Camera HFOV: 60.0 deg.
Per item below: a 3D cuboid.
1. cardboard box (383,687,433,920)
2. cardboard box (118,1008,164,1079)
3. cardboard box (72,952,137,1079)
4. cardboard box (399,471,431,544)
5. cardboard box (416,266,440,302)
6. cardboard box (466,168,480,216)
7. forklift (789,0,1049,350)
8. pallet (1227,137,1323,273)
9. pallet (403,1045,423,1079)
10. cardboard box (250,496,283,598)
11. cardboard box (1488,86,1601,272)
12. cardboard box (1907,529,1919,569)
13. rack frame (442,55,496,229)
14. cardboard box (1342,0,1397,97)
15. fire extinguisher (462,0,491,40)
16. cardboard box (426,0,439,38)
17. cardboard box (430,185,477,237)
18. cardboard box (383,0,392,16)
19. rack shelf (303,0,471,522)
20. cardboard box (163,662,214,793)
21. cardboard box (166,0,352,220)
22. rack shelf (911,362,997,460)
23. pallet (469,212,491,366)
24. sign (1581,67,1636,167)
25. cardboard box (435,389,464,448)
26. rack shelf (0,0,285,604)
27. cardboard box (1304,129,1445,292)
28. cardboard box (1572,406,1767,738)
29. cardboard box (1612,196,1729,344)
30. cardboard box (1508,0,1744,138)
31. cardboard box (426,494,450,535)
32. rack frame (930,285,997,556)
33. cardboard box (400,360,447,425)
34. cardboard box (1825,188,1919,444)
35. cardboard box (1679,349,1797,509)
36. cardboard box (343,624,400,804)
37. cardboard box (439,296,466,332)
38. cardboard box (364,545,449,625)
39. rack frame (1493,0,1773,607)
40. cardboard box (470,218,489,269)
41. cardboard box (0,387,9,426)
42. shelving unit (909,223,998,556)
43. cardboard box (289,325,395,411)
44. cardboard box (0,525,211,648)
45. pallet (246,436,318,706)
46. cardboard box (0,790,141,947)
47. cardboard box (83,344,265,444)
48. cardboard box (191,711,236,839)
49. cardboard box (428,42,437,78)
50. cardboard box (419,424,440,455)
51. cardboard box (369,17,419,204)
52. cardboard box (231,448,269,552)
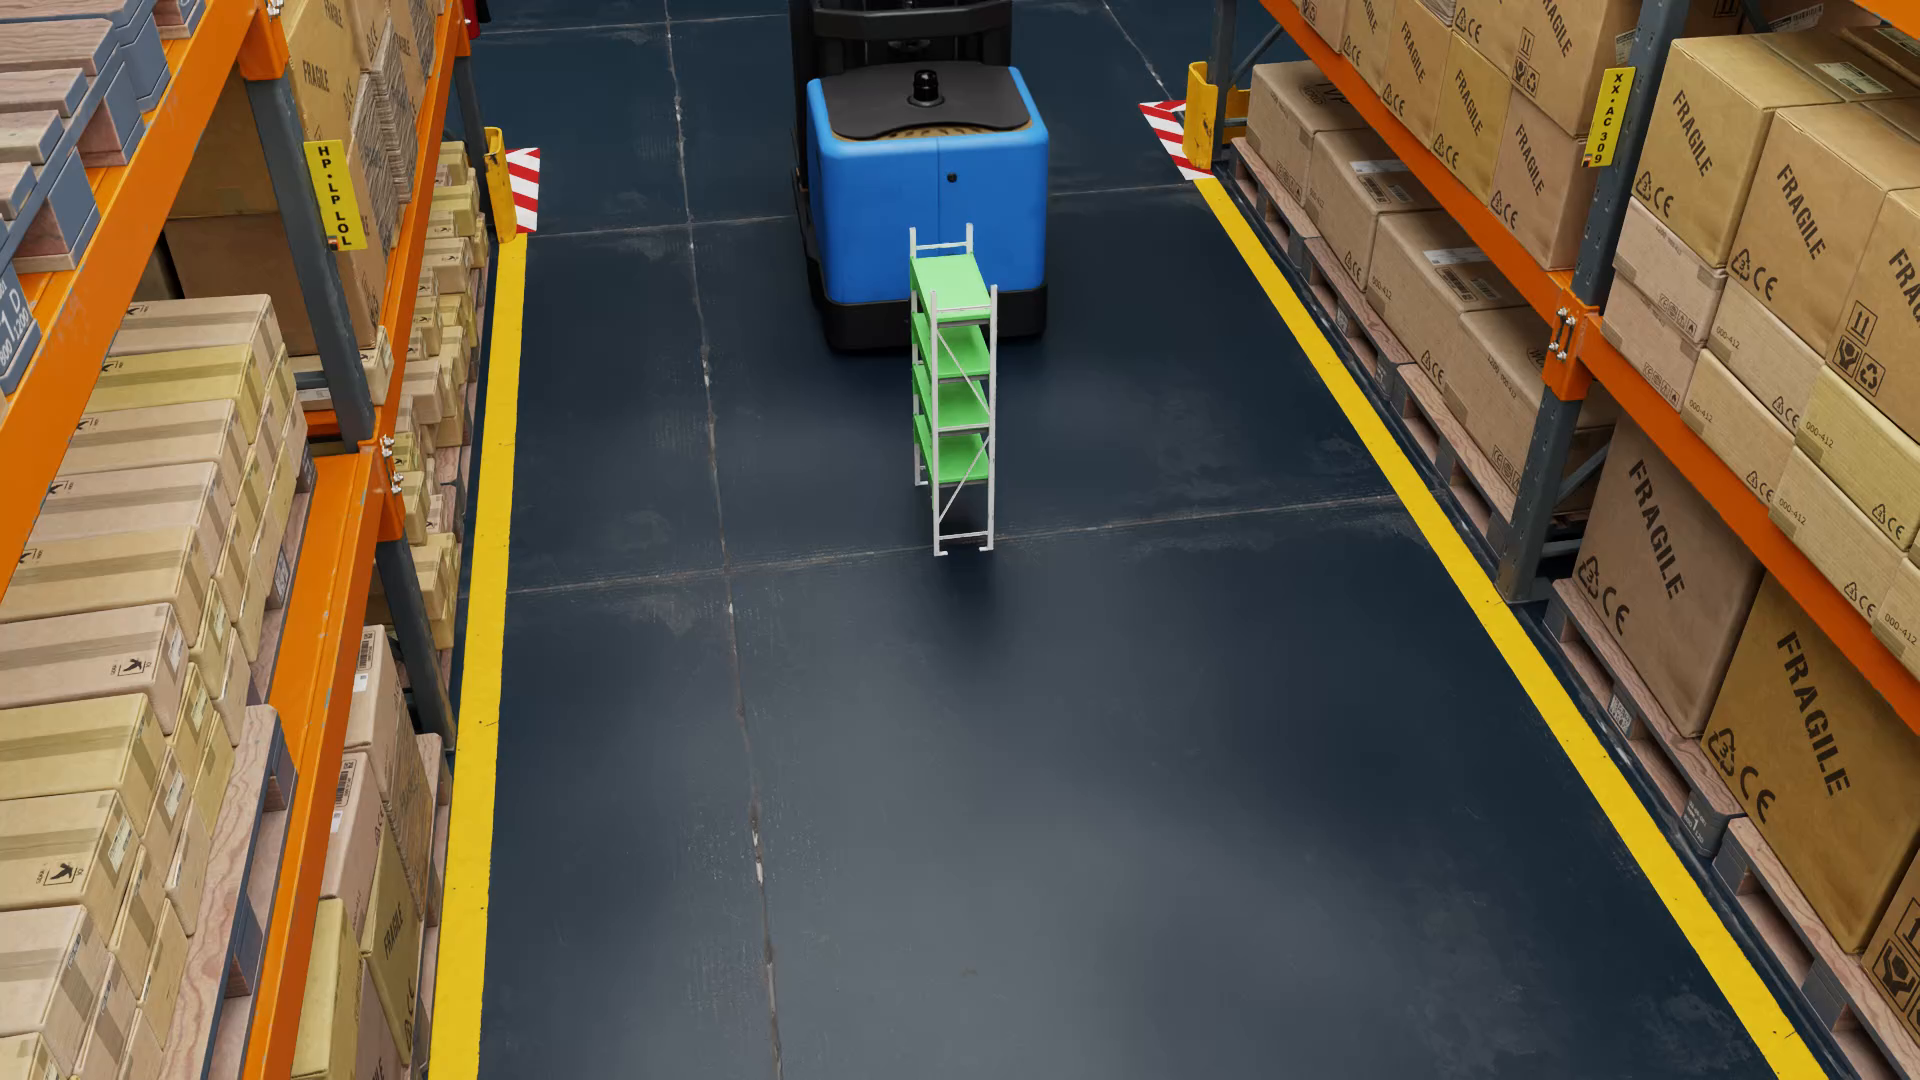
[{"bbox_3d":[-1.886,0.815,4.951,0.500,0.500,0.500,-7,38,-9],"label":"cardboard box"},{"bbox_3d":[-1.635,0.983,2.902,0.380,0.149,0.250,-5,38,-6],"label":"cardboard box"},{"bbox_3d":[-1.636,0.865,2.812,0.380,0.149,0.250,-6,38,-8],"label":"cardboard box"},{"bbox_3d":[-2.110,-0.104,5.935,0.380,0.149,0.250,-4,38,-6],"label":"cardboard box"},{"bbox_3d":[-2.443,-1.033,7.131,0.380,0.149,0.250,-7,38,-9],"label":"cardboard box"},{"bbox_3d":[-2.591,-1.711,8.247,0.380,0.149,0.250,-7,38,-9],"label":"cardboard box"},{"bbox_3d":[-0.327,-2.949,8.157,1.130,2.935,3.031,-6,38,-7],"label":"forklift"},{"bbox_3d":[2.108,-1.860,8.972,1.003,0.211,1.213,-6,38,-8],"label":"pallet"},{"bbox_3d":[-1.908,1.884,4.153,1.003,0.211,1.213,-6,38,-8],"label":"pallet"},{"bbox_3d":[-1.911,0.034,4.124,0.380,0.149,0.250,-6,38,-8],"label":"cardboard box"},{"bbox_3d":[2.259,-1.312,5.912,0.500,0.500,0.500,-6,38,-8],"label":"cardboard box"},{"bbox_3d":[2.664,0.063,3.938,0.500,0.250,0.500,-7,38,-9],"label":"cardboard box"},{"bbox_3d":[-2.965,-2.842,7.963,1.000,3.000,0.127,-6,38,-8],"label":"rack frame"},{"bbox_3d":[1.984,-2.242,7.109,0.500,0.500,0.500,-5,38,-6],"label":"cardboard box"},{"bbox_3d":[-2.555,-2.866,8.361,0.296,0.674,0.183,-6,38,-8],"label":"fire extinguisher"},{"bbox_3d":[-2.547,-2.444,7.126,0.500,0.500,0.500,-7,38,-9],"label":"cardboard box"},{"bbox_3d":[-2.465,-1.524,7.763,0.380,0.149,0.250,-7,38,-9],"label":"cardboard box"},{"bbox_3d":[-2.355,-2.206,6.005,0.500,0.500,0.500,-7,38,-10],"label":"cardboard box"},{"bbox_3d":[-2.614,-1.350,6.629,1.077,0.370,4.000,-6,38,-8],"label":"rack shelf"},{"bbox_3d":[-1.765,0.405,3.404,0.380,0.149,0.250,-6,38,-8],"label":"cardboard box"},{"bbox_3d":[-2.103,-1.277,4.809,0.500,0.500,0.500,-5,38,-7],"label":"cardboard box"},{"bbox_3d":[-0.029,-0.523,6.550,0.258,0.148,0.480,-6,38,-8],"label":"rack shelf"},{"bbox_3d":[-2.844,-1.200,8.123,1.003,0.211,1.213,-6,38,-8],"label":"pallet"},{"bbox_3d":[2.046,-1.332,5.249,0.100,0.325,0.005,-6,38,-8],"label":"sign"},{"bbox_3d":[-2.279,-0.500,6.930,0.380,0.149,0.250,-7,38,-9],"label":"cardboard box"},{"bbox_3d":[-1.913,-0.118,2.599,1.077,0.370,4.000,-6,38,-8],"label":"rack shelf"},{"bbox_3d":[2.274,-1.650,8.175,0.875,0.438,0.875,-5,38,-7],"label":"cardboard box"},{"bbox_3d":[2.780,0.020,5.669,0.875,0.875,0.875,-5,38,-7],"label":"cardboard box"},{"bbox_3d":[2.392,-0.862,5.129,0.500,0.250,0.500,-7,38,-9],"label":"cardboard box"},{"bbox_3d":[2.237,-1.709,5.608,0.500,0.500,0.500,-7,38,-8],"label":"cardboard box"},{"bbox_3d":[-2.153,-0.026,6.320,0.380,0.149,0.250,-6,38,-8],"label":"cardboard box"},{"bbox_3d":[0.014,-0.426,6.321,0.240,1.200,0.015,-6,38,-8],"label":"rack frame"},{"bbox_3d":[-2.235,-0.569,6.534,0.380,0.149,0.250,-5,38,-7],"label":"cardboard box"},{"bbox_3d":[2.588,-0.550,4.116,0.500,0.500,0.500,-7,38,-9],"label":"cardboard box"},{"bbox_3d":[2.502,-0.354,4.882,0.500,0.250,0.500,-7,38,-9],"label":"cardboard box"},{"bbox_3d":[-1.884,0.522,4.717,0.500,0.250,0.500,-7,38,-9],"label":"cardboard box"},{"bbox_3d":[-2.368,-0.929,7.240,0.380,0.149,0.250,-4,38,-6],"label":"cardboard box"},{"bbox_3d":[-2.012,0.163,5.834,0.380,0.149,0.250,-5,38,-6],"label":"cardboard box"},{"bbox_3d":[2.592,-1.019,5.617,1.000,3.000,0.127,-6,38,-8],"label":"rack frame"},{"bbox_3d":[-2.522,-1.442,8.143,0.380,0.149,0.250,-5,38,-7],"label":"cardboard box"},{"bbox_3d":[-1.588,-0.210,2.049,0.500,0.500,0.500,-6,38,-8],"label":"cardboard box"},{"bbox_3d":[-0.029,-0.574,6.511,0.258,1.200,0.503,-6,38,-8],"label":"shelving unit"},{"bbox_3d":[-1.991,-0.533,5.196,0.380,0.149,0.250,-5,38,-6],"label":"cardboard box"},{"bbox_3d":[-1.824,0.120,3.528,0.380,0.149,0.250,-7,38,-9],"label":"cardboard box"},{"bbox_3d":[-2.273,0.127,4.298,1.003,0.211,1.213,-6,38,-8],"label":"pallet"},{"bbox_3d":[-1.685,0.595,2.917,0.380,0.149,0.250,-5,38,-7],"label":"cardboard box"},{"bbox_3d":[-1.953,-0.344,4.125,0.380,0.149,0.250,-7,38,-9],"label":"cardboard box"},{"bbox_3d":[-1.768,0.512,3.508,0.380,0.149,0.250,-5,38,-6],"label":"cardboard box"},{"bbox_3d":[-2.496,-2.121,7.239,0.380,0.149,0.250,-5,38,-7],"label":"cardboard box"},{"bbox_3d":[-2.293,-0.455,6.630,0.380,0.149,0.250,-5,38,-6],"label":"cardboard box"},{"bbox_3d":[-2.249,-1.515,5.932,0.500,0.500,0.500,-7,38,-9],"label":"cardboard box"},{"bbox_3d":[-1.911,-0.082,4.030,0.380,0.149,0.250,-5,38,-6],"label":"cardboard box"}]
